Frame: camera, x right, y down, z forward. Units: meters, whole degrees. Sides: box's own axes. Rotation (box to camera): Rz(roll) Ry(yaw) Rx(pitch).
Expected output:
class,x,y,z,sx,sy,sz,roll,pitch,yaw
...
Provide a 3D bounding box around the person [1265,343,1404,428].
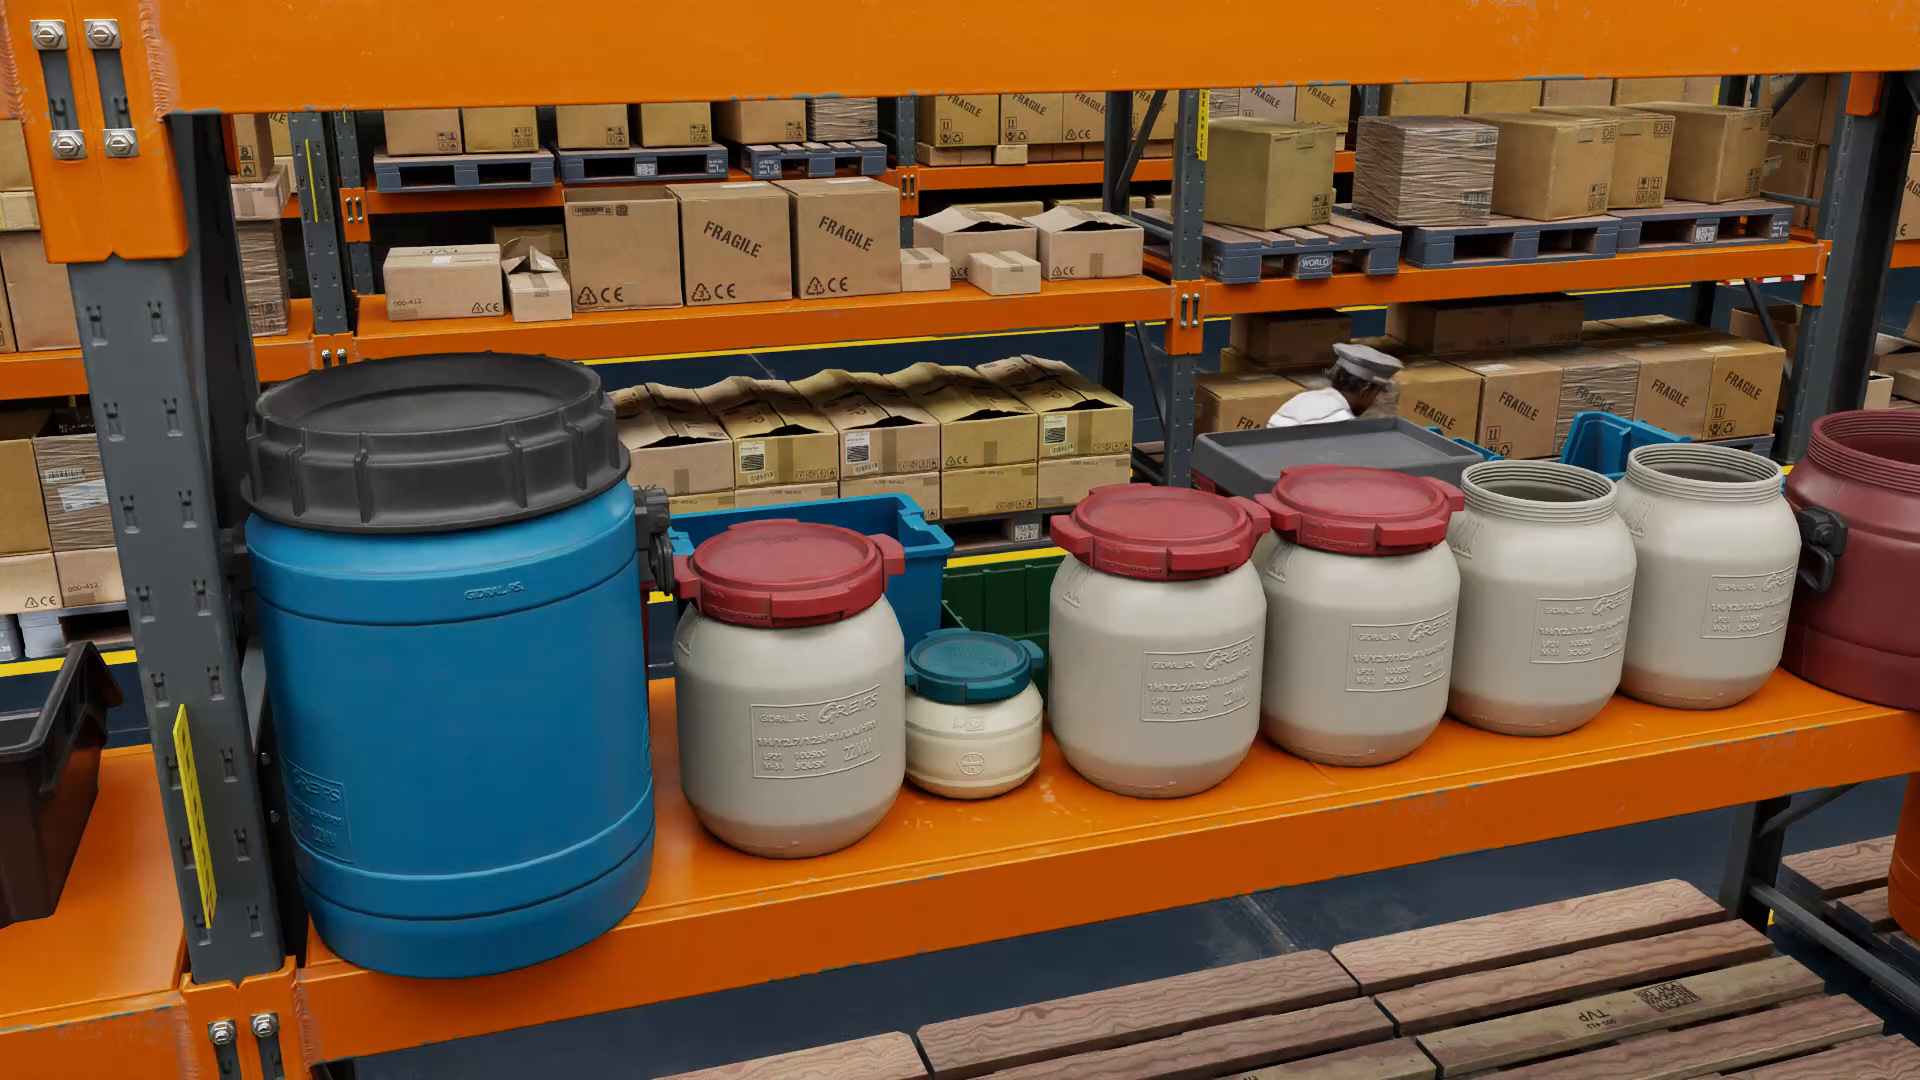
class,x,y,z,sx,sy,sz,roll,pitch,yaw
person,1.262,0.035,6.205,0.715,1.516,0.411,-7,20,-18
